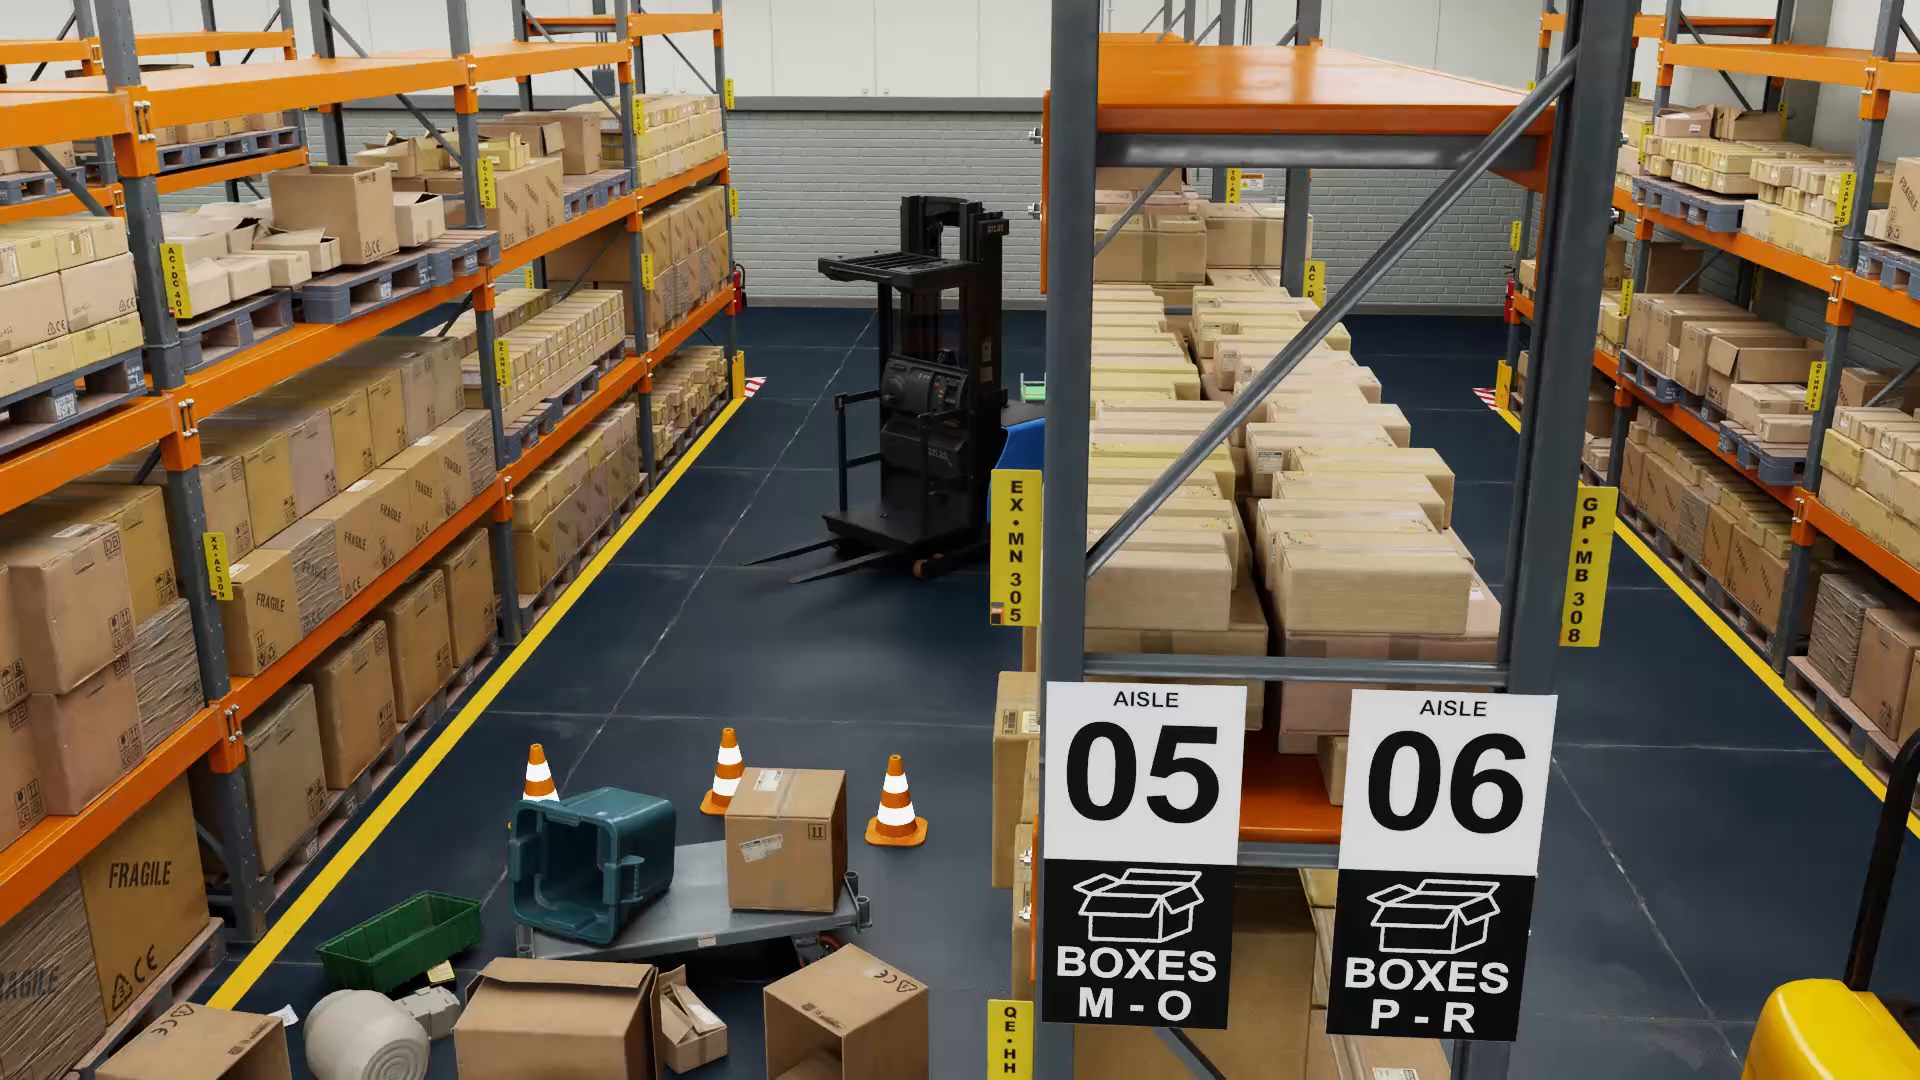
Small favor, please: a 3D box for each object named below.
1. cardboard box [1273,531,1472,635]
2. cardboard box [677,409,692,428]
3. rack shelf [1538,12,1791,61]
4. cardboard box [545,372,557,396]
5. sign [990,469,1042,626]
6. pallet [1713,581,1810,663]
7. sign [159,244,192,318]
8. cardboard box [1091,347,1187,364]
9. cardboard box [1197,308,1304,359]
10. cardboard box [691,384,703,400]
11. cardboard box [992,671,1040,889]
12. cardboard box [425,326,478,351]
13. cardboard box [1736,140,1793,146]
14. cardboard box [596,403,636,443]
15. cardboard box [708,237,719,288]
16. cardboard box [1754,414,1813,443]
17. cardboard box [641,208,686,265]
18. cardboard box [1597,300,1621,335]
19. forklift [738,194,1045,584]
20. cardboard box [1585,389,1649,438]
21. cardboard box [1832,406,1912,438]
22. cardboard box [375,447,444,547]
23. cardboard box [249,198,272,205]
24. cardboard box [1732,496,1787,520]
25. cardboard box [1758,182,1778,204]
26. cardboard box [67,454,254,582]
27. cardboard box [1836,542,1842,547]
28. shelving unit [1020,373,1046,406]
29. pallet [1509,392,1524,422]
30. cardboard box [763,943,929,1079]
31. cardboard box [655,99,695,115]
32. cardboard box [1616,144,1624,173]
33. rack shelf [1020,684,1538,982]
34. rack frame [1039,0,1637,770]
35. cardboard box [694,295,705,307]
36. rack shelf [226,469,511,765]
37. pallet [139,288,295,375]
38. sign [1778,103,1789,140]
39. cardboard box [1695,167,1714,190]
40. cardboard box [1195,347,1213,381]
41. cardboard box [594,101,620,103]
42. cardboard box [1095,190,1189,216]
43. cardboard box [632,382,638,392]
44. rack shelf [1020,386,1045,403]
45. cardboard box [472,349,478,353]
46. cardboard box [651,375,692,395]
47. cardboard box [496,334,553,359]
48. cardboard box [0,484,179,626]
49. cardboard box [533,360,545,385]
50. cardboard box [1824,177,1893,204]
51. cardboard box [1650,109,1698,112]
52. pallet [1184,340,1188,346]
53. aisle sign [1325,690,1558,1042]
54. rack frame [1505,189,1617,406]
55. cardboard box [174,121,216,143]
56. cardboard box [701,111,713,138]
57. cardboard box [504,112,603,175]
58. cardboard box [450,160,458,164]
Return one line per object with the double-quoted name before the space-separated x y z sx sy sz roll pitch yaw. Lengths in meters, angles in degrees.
"cardboard box" 0.892 0.091 3.632 0.380 0.149 0.250 1 18 4
"cardboard box" -3.022 -1.278 17.411 0.380 0.149 0.250 1 18 2
"rack shelf" 6.618 -4.864 15.975 1.077 0.370 4.000 1 18 4
"cardboard box" -3.402 -1.230 13.088 0.380 0.149 0.250 2 18 6
"sign" 0.111 0.017 3.313 0.100 0.325 0.005 1 18 4
"pallet" 6.279 0.601 12.249 1.003 0.211 1.213 1 18 4
"sign" -3.441 -1.136 7.298 0.100 0.325 0.005 1 18 4
"cardboard box" 0.563 -0.549 5.586 0.380 0.149 0.250 1 18 3
"cardboard box" 1.095 -0.780 6.293 0.380 0.149 0.250 2 18 5
"cardboard box" -2.984 -1.580 17.855 0.380 0.149 0.250 2 18 7
"cardboard box" 0.460 0.737 5.112 0.700 0.500 0.500 1 18 3
"cardboard box" -4.035 -1.608 13.288 0.380 0.149 0.250 2 18 7
"cardboard box" 6.564 -3.176 13.570 0.380 0.149 0.250 1 18 3
"cardboard box" -3.222 -1.055 14.961 0.500 0.250 0.500 1 18 2
"cardboard box" -2.952 -3.050 18.275 0.500 0.500 0.500 1 18 3
"cardboard box" 5.852 -0.785 11.732 0.380 0.149 0.250 2 18 5
"cardboard box" -3.057 -3.040 16.638 0.500 0.500 0.500 2 18 5
"cardboard box" 6.289 -2.125 15.853 0.500 0.250 0.500 1 18 4
"forklift" -0.447 -1.254 13.544 3.031 2.935 1.130 -17 25 -42
"cardboard box" 6.449 -1.214 16.651 0.700 0.500 0.500 1 18 2
"cardboard box" 5.871 -0.756 10.711 0.380 0.149 0.250 2 18 6
"cardboard box" -3.545 -0.273 10.278 0.500 0.500 0.500 1 18 3
"cardboard box" -4.015 -1.907 10.015 0.500 0.250 0.500 2 18 5
"cardboard box" 6.087 -0.219 12.572 0.380 0.149 0.250 2 18 6
"cardboard box" 6.092 -2.551 12.174 0.380 0.149 0.250 2 18 6
"cardboard box" -3.965 -0.116 8.194 0.700 0.500 0.500 1 18 3
"cardboard box" 6.553 0.219 12.277 0.500 0.500 0.500 1 18 4
"shelving unit" 0.680 -0.879 15.178 0.258 1.200 0.503 0 18 0
"pallet" 6.700 -1.381 18.299 1.003 0.211 1.213 1 18 4
"cardboard box" -0.484 2.129 7.119 0.500 0.500 0.500 17 25 41
"cardboard box" -2.987 -4.522 17.385 0.380 0.149 0.250 1 18 3
"cardboard box" 6.286 -3.548 15.378 0.500 0.250 0.500 1 18 2
"rack shelf" 0.807 0.178 5.402 1.077 0.370 4.000 1 18 4
"rack frame" 0.663 -0.969 2.927 1.000 3.000 0.127 1 18 4
"cardboard box" -2.977 -2.624 18.016 0.380 0.149 0.250 0 18 1
"rack shelf" -3.851 0.282 9.902 1.077 0.370 4.000 1 18 4
"pallet" -3.978 -1.059 8.329 0.805 0.209 1.217 1 18 2
"sign" 7.029 -3.582 14.257 0.100 0.325 0.005 1 18 4
"cardboard box" 5.959 -2.808 12.927 0.380 0.149 0.250 2 18 5
"cardboard box" 1.152 -0.555 6.247 0.500 0.250 0.500 1 18 3
"cardboard box" -3.558 -4.453 17.175 0.380 0.149 0.250 2 18 6
"cardboard box" 0.916 -1.652 8.592 0.500 0.250 0.500 2 18 5
"cardboard box" -3.508 -1.649 17.587 0.380 0.149 0.250 1 18 4
"rack shelf" 0.680 -1.274 15.049 0.258 0.148 0.480 0 18 0
"cardboard box" -4.036 -1.467 13.335 0.380 0.149 0.250 2 18 5
"cardboard box" -3.052 -1.638 17.555 0.380 0.149 0.250 1 18 4
"cardboard box" -3.406 -1.509 12.986 0.380 0.149 0.250 2 18 6
"cardboard box" -4.055 0.090 7.355 0.875 0.550 0.550 1 18 4
"cardboard box" -3.422 -1.294 12.807 0.380 0.149 0.250 1 18 4
"cardboard box" 5.918 -2.291 10.903 0.380 0.149 0.250 2 18 6
"cardboard box" 6.852 -3.934 15.756 0.500 0.250 0.500 1 18 3
"pallet" 1.101 -0.886 7.793 1.213 0.211 1.003 1 18 4
"aisle sign" 0.968 0.673 3.377 0.394 0.787 0.004 1 18 4
"rack frame" 6.761 -2.977 18.692 1.000 3.000 0.127 1 18 4
"cardboard box" -8.143 -4.356 17.088 0.700 0.500 0.500 2 18 6
"cardboard box" -2.949 -4.450 17.808 0.500 0.250 0.500 1 18 2
"cardboard box" -3.558 -3.481 14.577 0.700 0.500 0.500 1 18 4
"cardboard box" -3.857 -2.648 12.710 0.500 0.500 0.500 1 18 4
